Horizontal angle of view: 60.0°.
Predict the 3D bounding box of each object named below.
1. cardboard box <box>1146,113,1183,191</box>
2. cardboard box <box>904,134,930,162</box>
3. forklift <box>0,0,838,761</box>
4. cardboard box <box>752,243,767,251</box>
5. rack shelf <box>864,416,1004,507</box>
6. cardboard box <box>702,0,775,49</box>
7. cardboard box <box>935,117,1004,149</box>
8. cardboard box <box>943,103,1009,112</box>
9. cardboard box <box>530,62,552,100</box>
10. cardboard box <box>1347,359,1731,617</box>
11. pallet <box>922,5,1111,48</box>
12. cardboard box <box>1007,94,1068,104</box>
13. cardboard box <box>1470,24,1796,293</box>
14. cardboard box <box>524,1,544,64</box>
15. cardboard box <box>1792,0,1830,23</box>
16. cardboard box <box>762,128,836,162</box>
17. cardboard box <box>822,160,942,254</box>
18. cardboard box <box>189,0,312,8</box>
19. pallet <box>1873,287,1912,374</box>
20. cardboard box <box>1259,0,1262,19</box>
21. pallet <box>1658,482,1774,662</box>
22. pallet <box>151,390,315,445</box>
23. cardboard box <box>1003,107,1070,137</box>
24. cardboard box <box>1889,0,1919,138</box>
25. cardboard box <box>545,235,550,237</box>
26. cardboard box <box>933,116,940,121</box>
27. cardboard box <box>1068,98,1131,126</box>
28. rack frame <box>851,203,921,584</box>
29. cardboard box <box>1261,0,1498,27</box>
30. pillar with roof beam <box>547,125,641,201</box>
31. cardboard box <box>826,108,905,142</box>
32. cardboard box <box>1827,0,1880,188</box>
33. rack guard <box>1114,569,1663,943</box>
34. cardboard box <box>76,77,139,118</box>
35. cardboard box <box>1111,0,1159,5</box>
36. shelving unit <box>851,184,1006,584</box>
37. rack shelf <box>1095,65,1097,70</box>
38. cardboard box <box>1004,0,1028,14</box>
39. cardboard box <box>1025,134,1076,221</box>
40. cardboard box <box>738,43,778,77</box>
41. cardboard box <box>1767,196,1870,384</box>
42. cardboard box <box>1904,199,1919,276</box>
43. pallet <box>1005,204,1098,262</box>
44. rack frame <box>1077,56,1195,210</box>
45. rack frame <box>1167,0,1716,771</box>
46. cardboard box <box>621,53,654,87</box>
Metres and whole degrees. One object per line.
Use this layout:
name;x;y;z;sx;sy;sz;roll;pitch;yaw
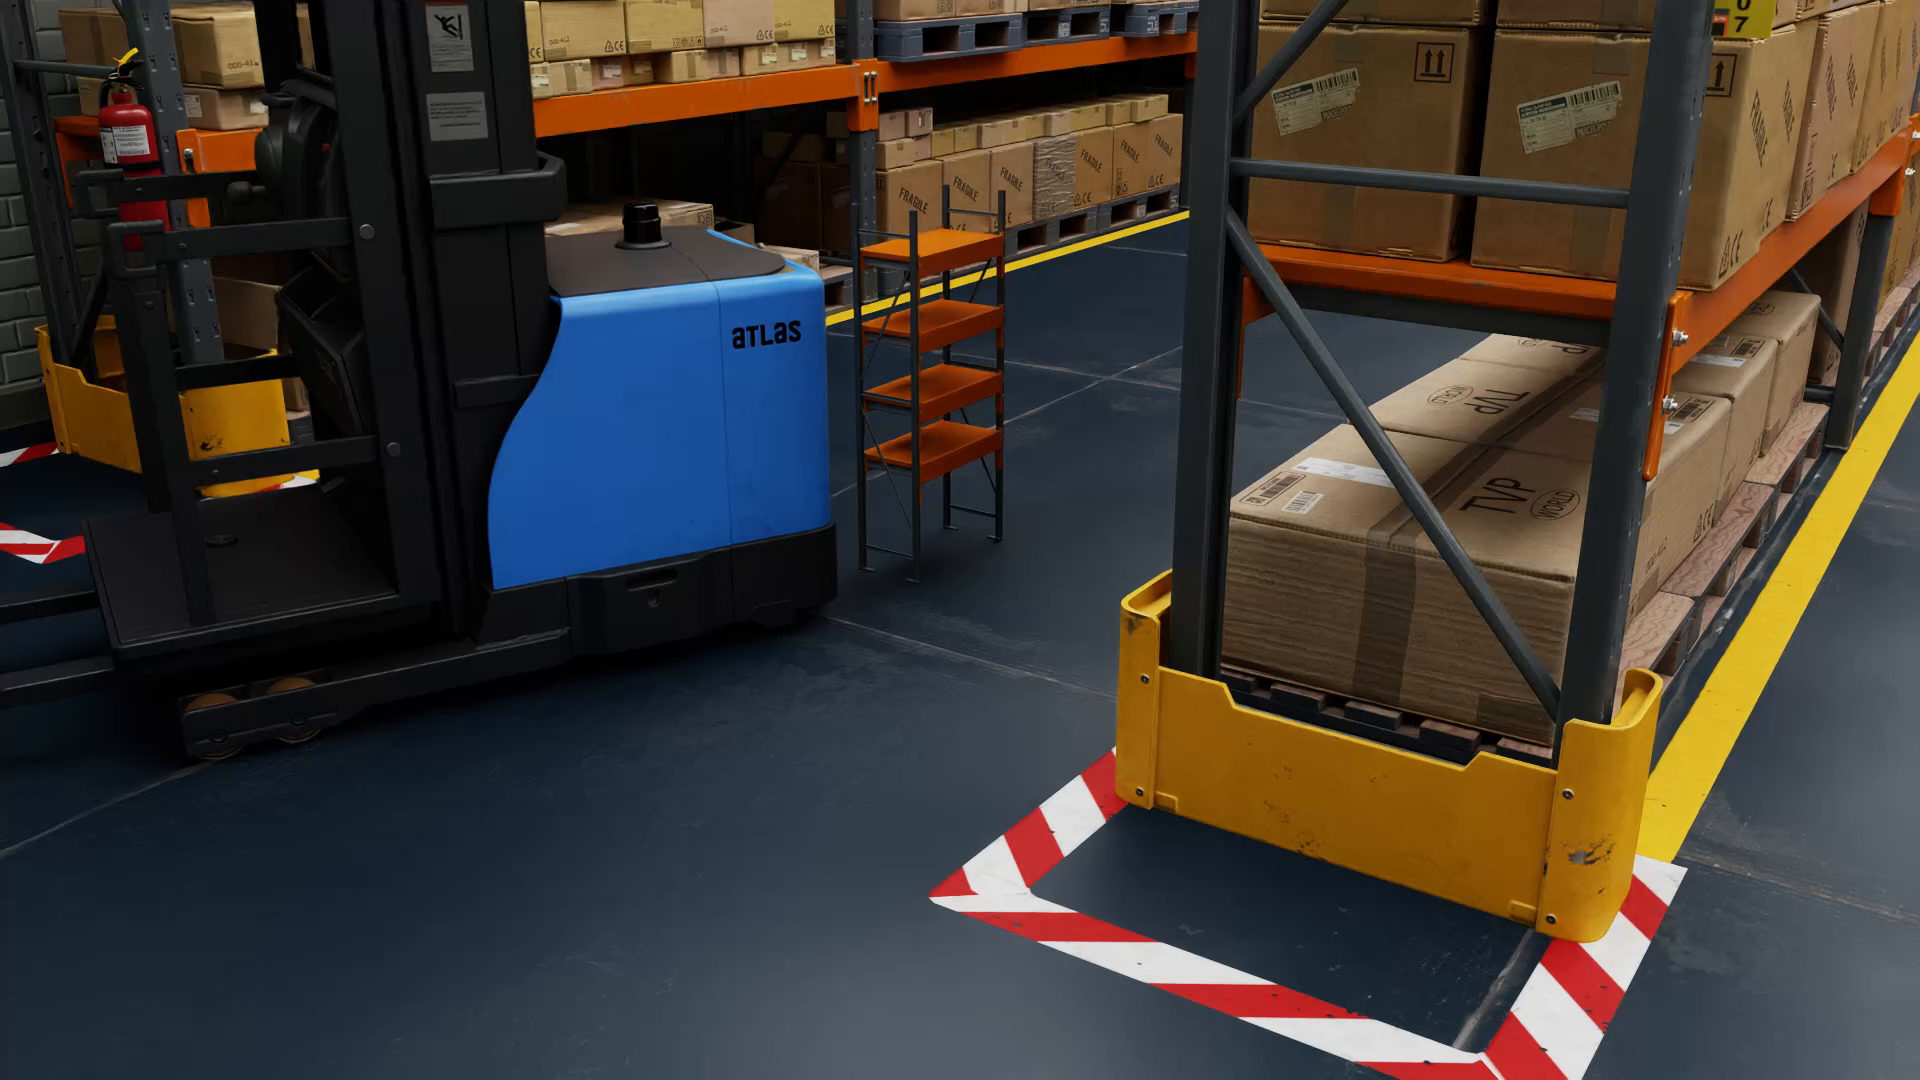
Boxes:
cardboard box;1.278;-2.847;12.136;0.500;0.500;0.500;14;25;33
cardboard box;-0.397;-2.313;9.756;0.380;0.149;0.250;13;24;30
forklift;-1.909;-1.021;4.301;3.031;2.935;1.130;-11;23;-28
cardboard box;-1.182;-1.433;8.651;0.396;0.266;0.258;14;25;34
rack shelf;-0.093;-0.266;5.521;0.258;0.148;0.480;13;24;32
cardboard box;-1.265;-2.567;8.168;0.500;0.250;0.500;13;24;32
cardboard box;0.052;-2.534;10.355;0.380;0.149;0.250;13;24;32
cardboard box;0.104;-2.844;11.193;0.380;0.149;0.250;13;24;32
cardboard box;-1.982;-1.973;7.138;0.380;0.149;0.250;12;24;30
cardboard box;1.744;-0.192;5.048;0.875;0.438;0.875;14;25;33
pallet;0.249;-3.337;10.739;1.003;0.211;1.213;13;24;32
cardboard box;0.542;-3.068;11.798;0.380;0.149;0.250;14;24;33
cardboard box;1.455;-0.852;3.601;0.500;0.500;0.500;13;24;31
cardboard box;-2.116;-2.128;6.982;0.500;0.250;0.500;13;24;31
cardboard box;1.738;-1.471;3.833;0.500;0.500;0.500;13;24;30
cardboard box;-0.942;-2.329;9.800;0.380;0.149;0.250;12;24;30
cardboard box;-0.453;-1.958;9.731;0.500;0.500;0.500;15;25;34
cardboard box;-2.829;-2.091;6.882;0.500;0.250;0.500;13;24;32
pallet;4.253;-1.151;8.572;1.003;0.211;1.213;13;24;32
cardboard box;2.076;-4.138;12.845;0.500;0.250;0.500;13;24;31
pallet;2.019;-0.009;5.485;1.003;0.211;1.213;13;24;32
pallet;-2.669;-0.633;7.173;1.003;0.211;1.213;13;24;32
cardboard box;0.501;-2.749;10.935;0.380;0.149;0.250;12;23;29
cardboard box;3.147;-1.735;5.988;0.500;0.500;0.500;14;24;32
cardboard box;-2.224;-1.110;7.439;0.700;0.500;0.500;14;25;34
cardboard box;-0.348;-2.624;10.597;0.380;0.149;0.250;14;25;33
cardboard box;0.957;-2.972;11.539;0.380;0.149;0.250;12;24;30
rack frame;-0.230;-0.445;5.239;0.240;1.200;0.015;13;24;32
cardboard box;1.022;-1.424;3.706;0.500;0.500;0.500;14;25;34
pillar with roof beam;1.513;-4.788;5.739;9.100;9.000;0.400;13;24;32
cardboard box;-0.539;-2.369;9.481;0.380;0.149;0.250;13;24;31
cardboard box;2.285;-1.292;4.790;0.500;0.500;0.500;14;25;34
rack guard;0.935;0.456;3.812;1.175;0.500;0.348;13;24;32
cardboard box;-3.195;-1.720;6.453;0.380;0.149;0.250;13;24;31
cardboard box;1.013;-3.747;11.181;0.500;0.250;0.500;12;23;29
shelving unit;-0.093;-0.515;5.428;0.258;1.200;0.503;13;24;32
rack shelf;2.462;-4.222;13.893;1.077;0.370;4.000;13;24;32
cardboard box;0.188;-3.296;9.940;0.396;0.266;0.258;15;25;34
cardboard box;0.419;-2.402;10.933;0.500;0.500;0.500;12;24;30
cardboard box;-1.136;-2.421;8.349;0.380;0.149;0.250;14;24;33
cardboard box;3.479;-1.265;7.319;0.875;0.875;0.875;14;25;33
cardboard box;4.988;-2.037;9.406;0.875;0.875;0.875;13;24;31
pallet;0.201;-2.122;11.199;1.003;0.211;1.213;13;24;32
rack frame;1.338;-3.986;12.217;1.000;3.000;0.127;13;24;32
rack frame;0.948;-0.723;3.397;1.000;3.000;0.127;13;24;32
cardboard box;-1.663;-2.220;7.806;0.380;0.149;0.250;14;24;33
